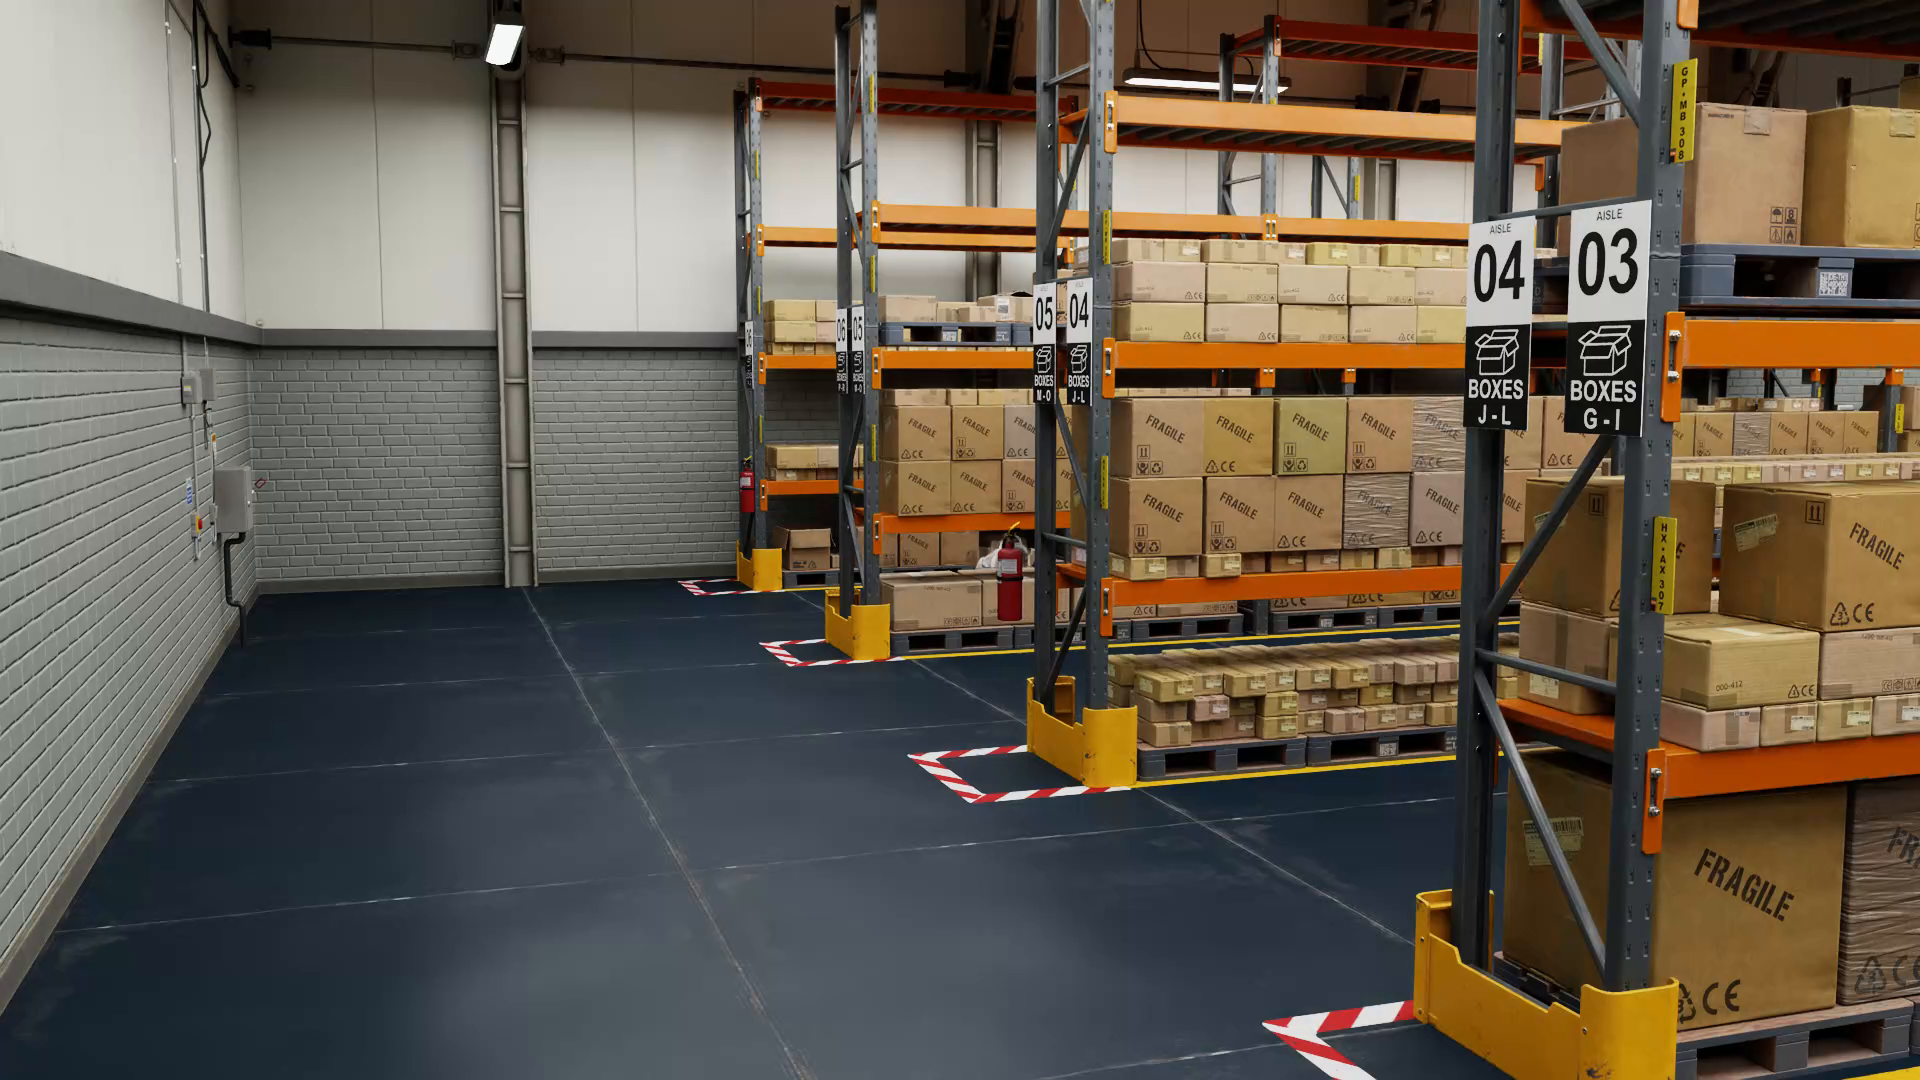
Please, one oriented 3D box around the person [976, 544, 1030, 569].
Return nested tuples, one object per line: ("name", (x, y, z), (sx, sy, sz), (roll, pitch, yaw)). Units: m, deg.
("person", (0.493, 0.419, 18.101), (0.531, 0.807, 0.871), (-2, 6, -19))
